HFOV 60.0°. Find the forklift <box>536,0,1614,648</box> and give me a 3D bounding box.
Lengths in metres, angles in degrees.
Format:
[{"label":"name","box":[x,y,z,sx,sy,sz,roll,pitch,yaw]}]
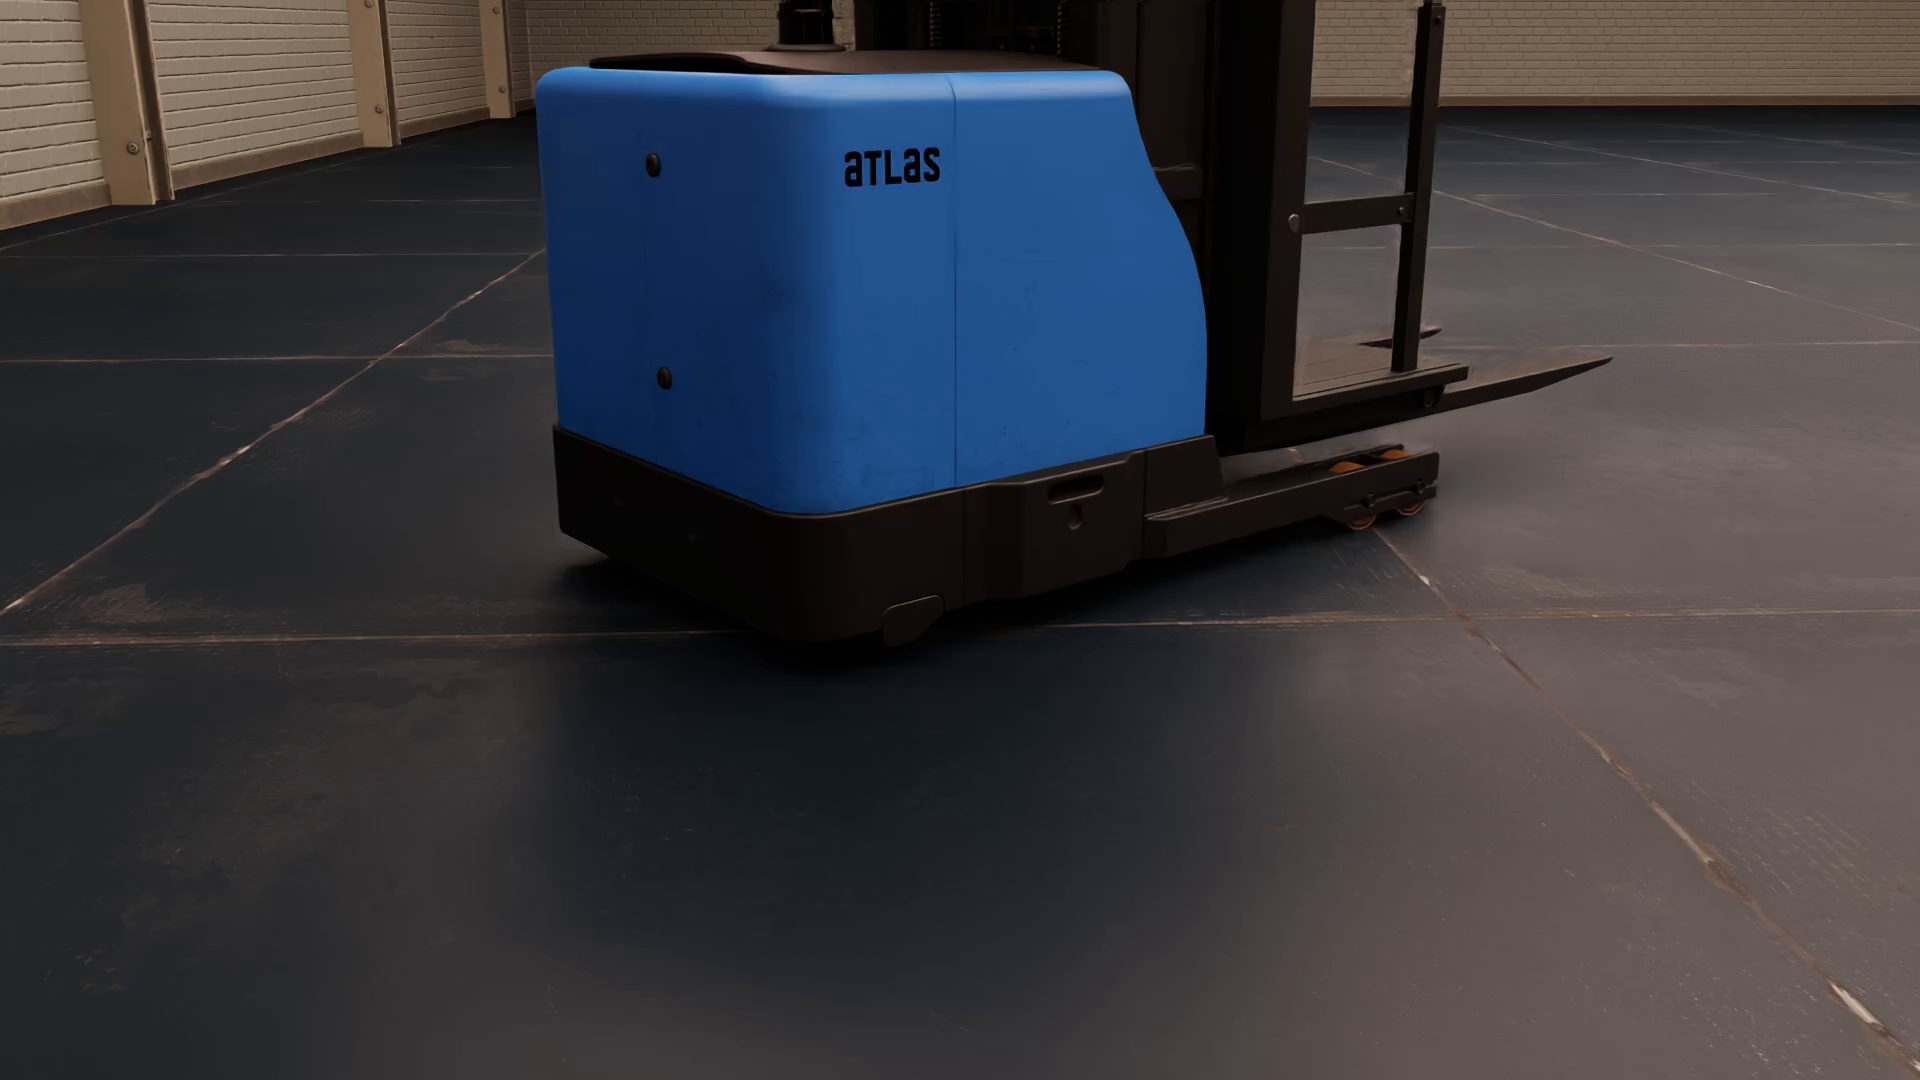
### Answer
[{"label":"forklift","box":[0.558,-1.530,3.909,3.031,2.935,1.130,-13,22,-37]}]
